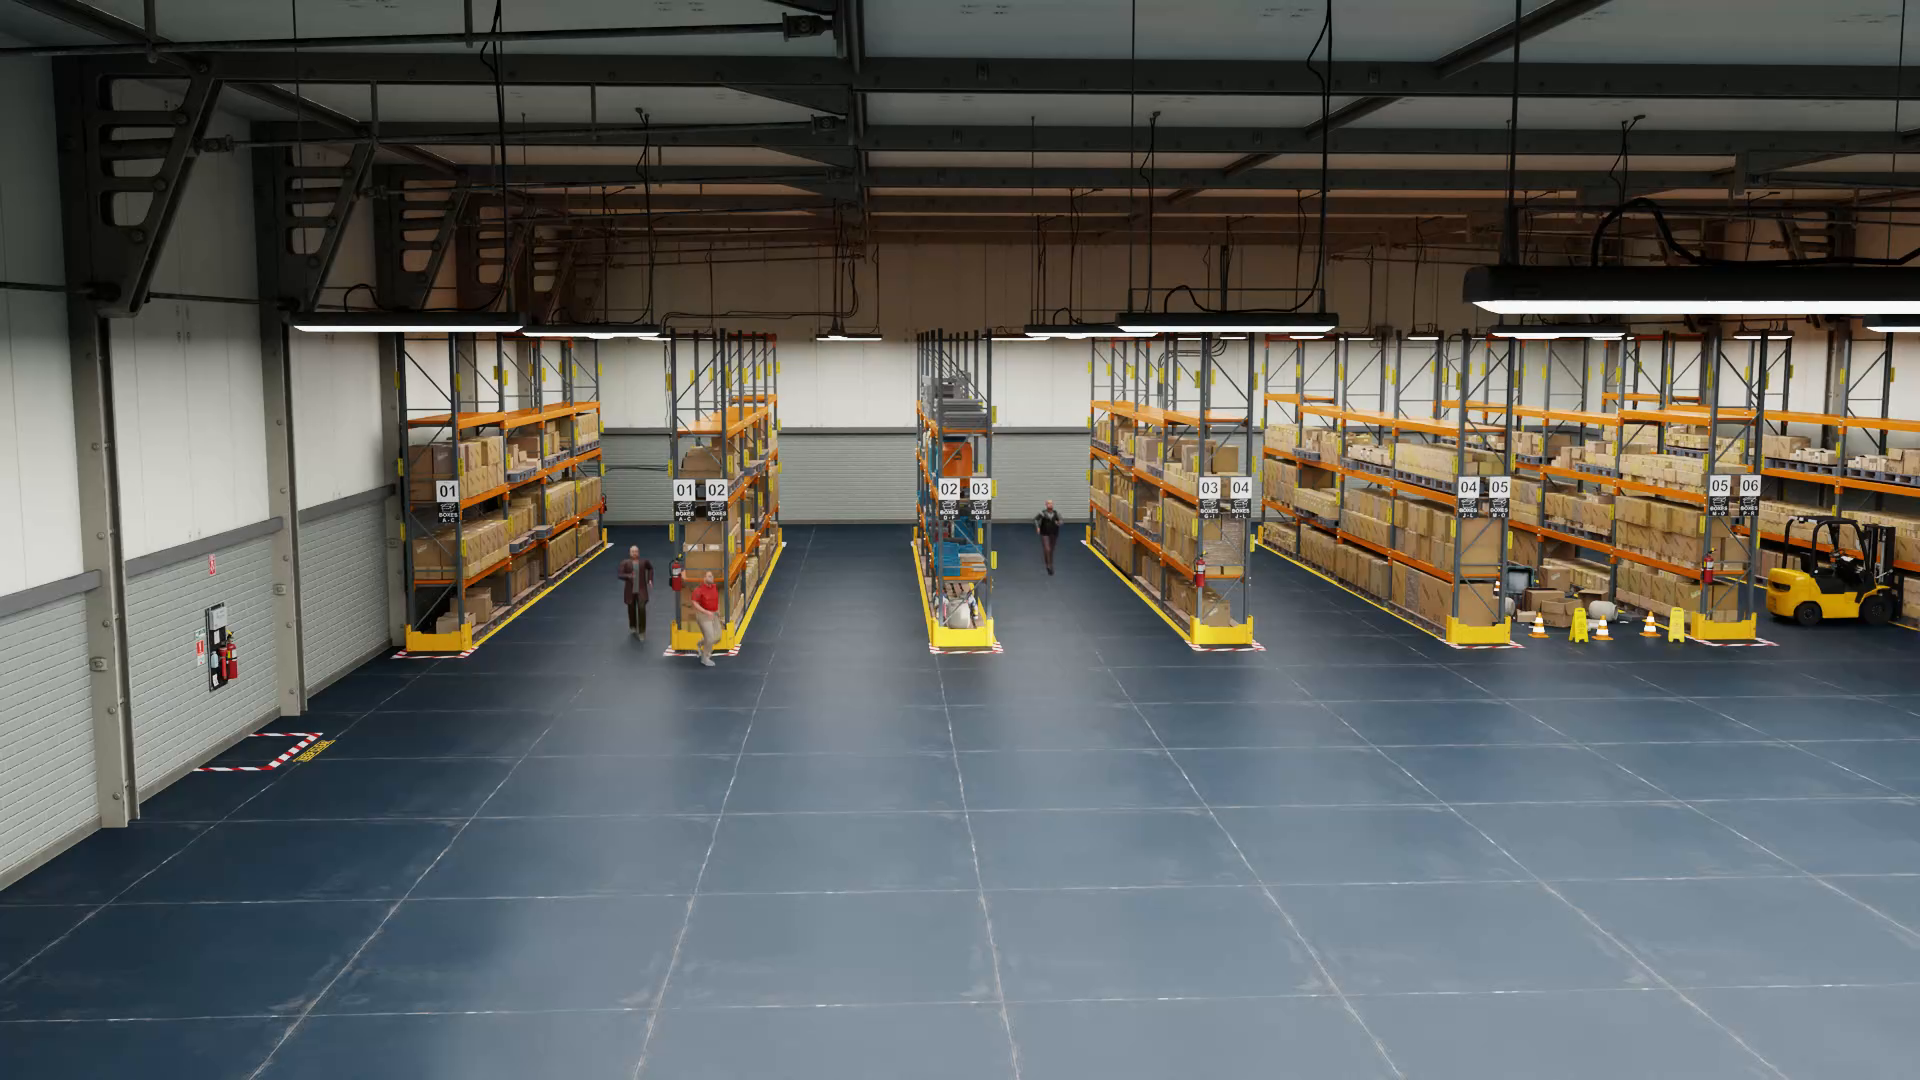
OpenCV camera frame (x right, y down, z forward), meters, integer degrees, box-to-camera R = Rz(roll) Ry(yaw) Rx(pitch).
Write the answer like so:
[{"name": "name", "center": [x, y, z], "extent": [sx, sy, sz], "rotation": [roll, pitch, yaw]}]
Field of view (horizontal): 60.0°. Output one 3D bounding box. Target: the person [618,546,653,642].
[{"name": "person", "center": [-6.307, 1.034, 32.349], "extent": [0.678, 1.830, 0.870], "rotation": [-1, 7, -10]}]

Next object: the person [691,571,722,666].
[{"name": "person", "center": [-4.542, 1.387, 29.822], "extent": [0.626, 1.687, 0.702], "rotation": [4, 8, 31]}]

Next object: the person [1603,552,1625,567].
[{"name": "person", "center": [16.298, 0.085, 41.496], "extent": [0.539, 1.558, 0.712], "rotation": [-1, 7, -7]}]

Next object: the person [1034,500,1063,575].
[{"name": "person", "center": [2.124, -0.078, 39.341], "extent": [0.650, 1.747, 0.867], "rotation": [-2, 7, -16]}]
